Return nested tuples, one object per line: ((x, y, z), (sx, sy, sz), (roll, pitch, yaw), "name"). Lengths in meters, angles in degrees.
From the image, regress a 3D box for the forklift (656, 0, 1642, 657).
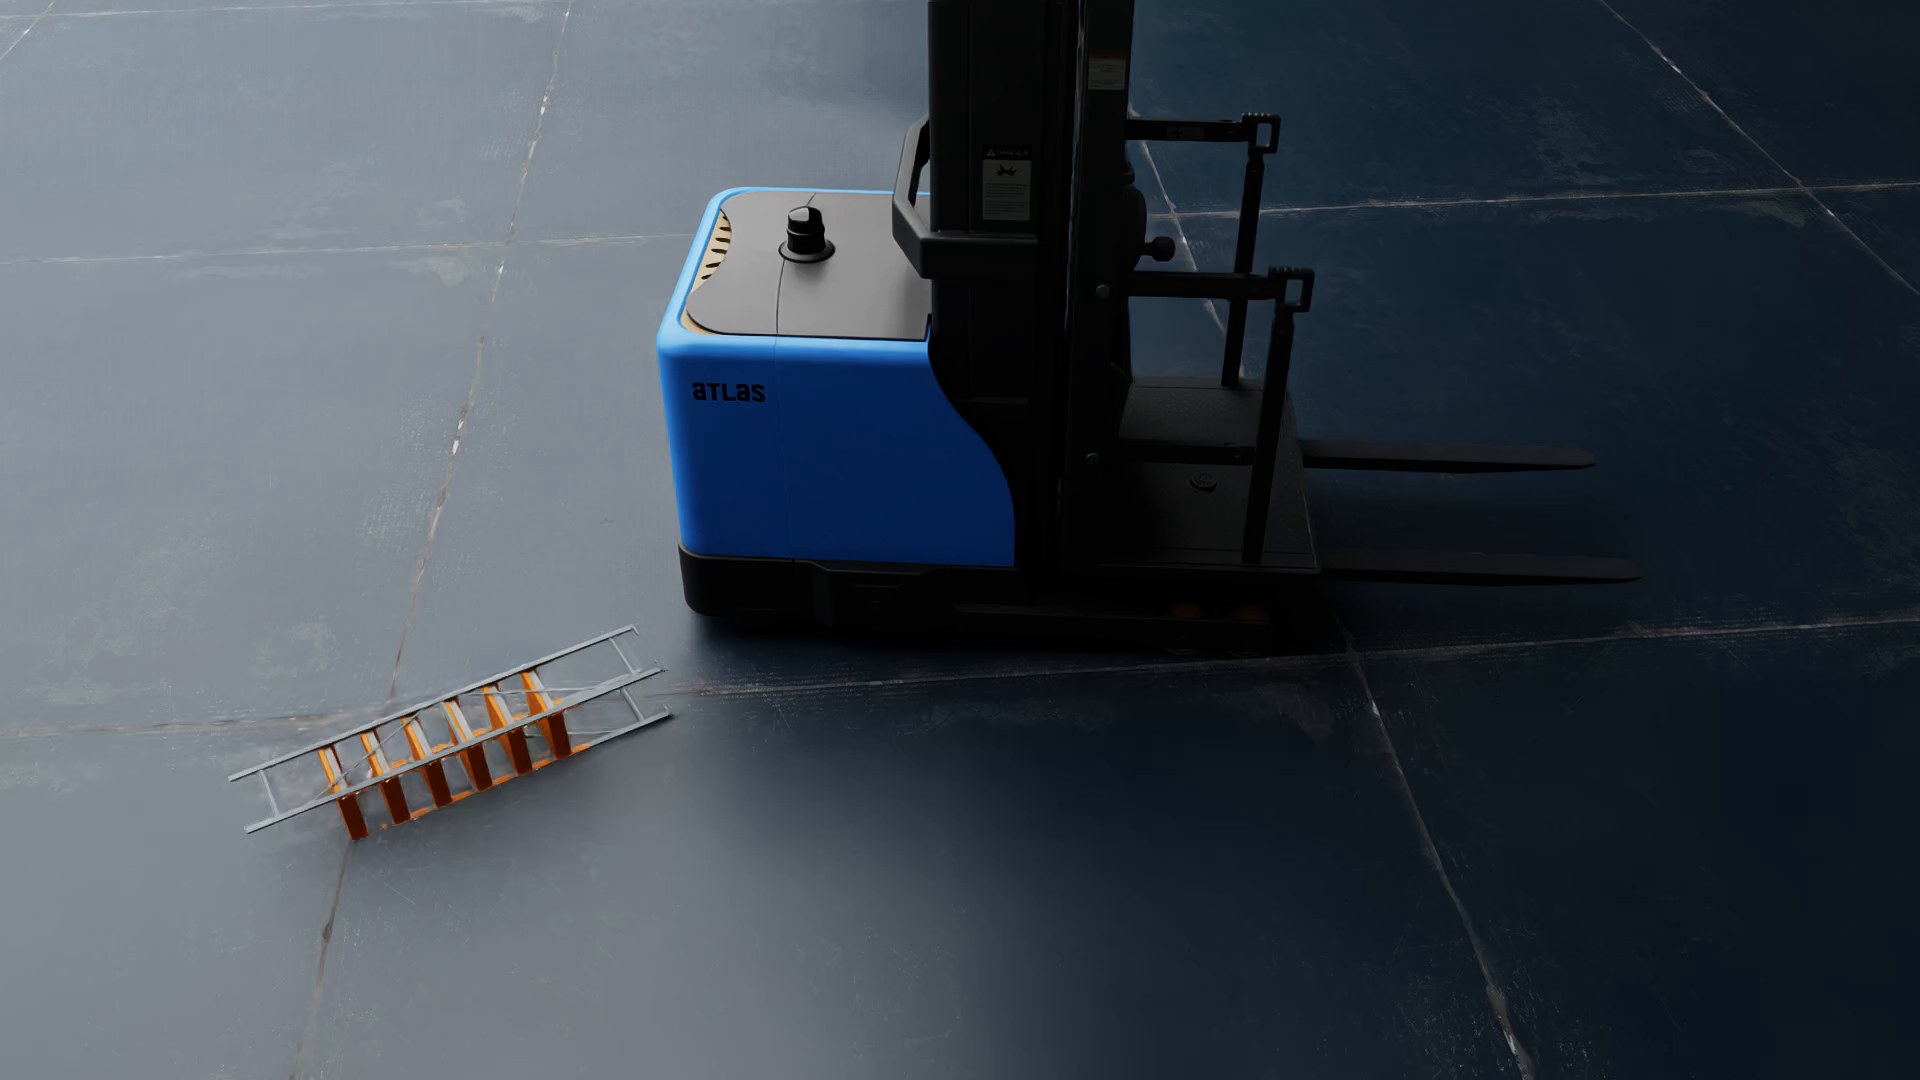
((0.650, -1.122, 4.775), (3.031, 2.935, 1.130), (2, 38, 3), "forklift")

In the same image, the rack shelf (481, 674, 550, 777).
((-1.310, 0.538, 4.884), (0.103, 0.180, 0.258), (-21, 43, -23), "rack shelf")

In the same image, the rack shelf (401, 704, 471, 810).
((-1.516, 0.618, 4.791), (0.103, 0.180, 0.258), (-21, 43, -23), "rack shelf")

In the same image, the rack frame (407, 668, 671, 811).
((-1.450, 0.665, 4.877), (1.200, 0.006, 0.240), (-21, 43, -23), "rack frame")

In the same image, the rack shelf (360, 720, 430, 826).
((-1.619, 0.658, 4.744), (0.103, 0.180, 0.258), (-21, 43, -23), "rack shelf")

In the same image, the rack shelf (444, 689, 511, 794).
((-1.413, 0.578, 4.837), (0.103, 0.180, 0.258), (-21, 43, -23), "rack shelf")

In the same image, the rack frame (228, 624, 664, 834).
((-1.453, 0.522, 4.763), (1.200, 0.006, 0.240), (-21, 43, -23), "rack frame")

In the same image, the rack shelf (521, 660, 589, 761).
((-1.207, 0.498, 4.931), (0.103, 0.180, 0.258), (-21, 43, -23), "rack shelf")

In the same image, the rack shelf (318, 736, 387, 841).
((-1.722, 0.698, 4.697), (0.103, 0.180, 0.258), (-21, 43, -23), "rack shelf")

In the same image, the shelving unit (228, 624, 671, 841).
((-1.451, 0.593, 4.820), (1.200, 0.189, 0.258), (-21, 43, -23), "shelving unit")
